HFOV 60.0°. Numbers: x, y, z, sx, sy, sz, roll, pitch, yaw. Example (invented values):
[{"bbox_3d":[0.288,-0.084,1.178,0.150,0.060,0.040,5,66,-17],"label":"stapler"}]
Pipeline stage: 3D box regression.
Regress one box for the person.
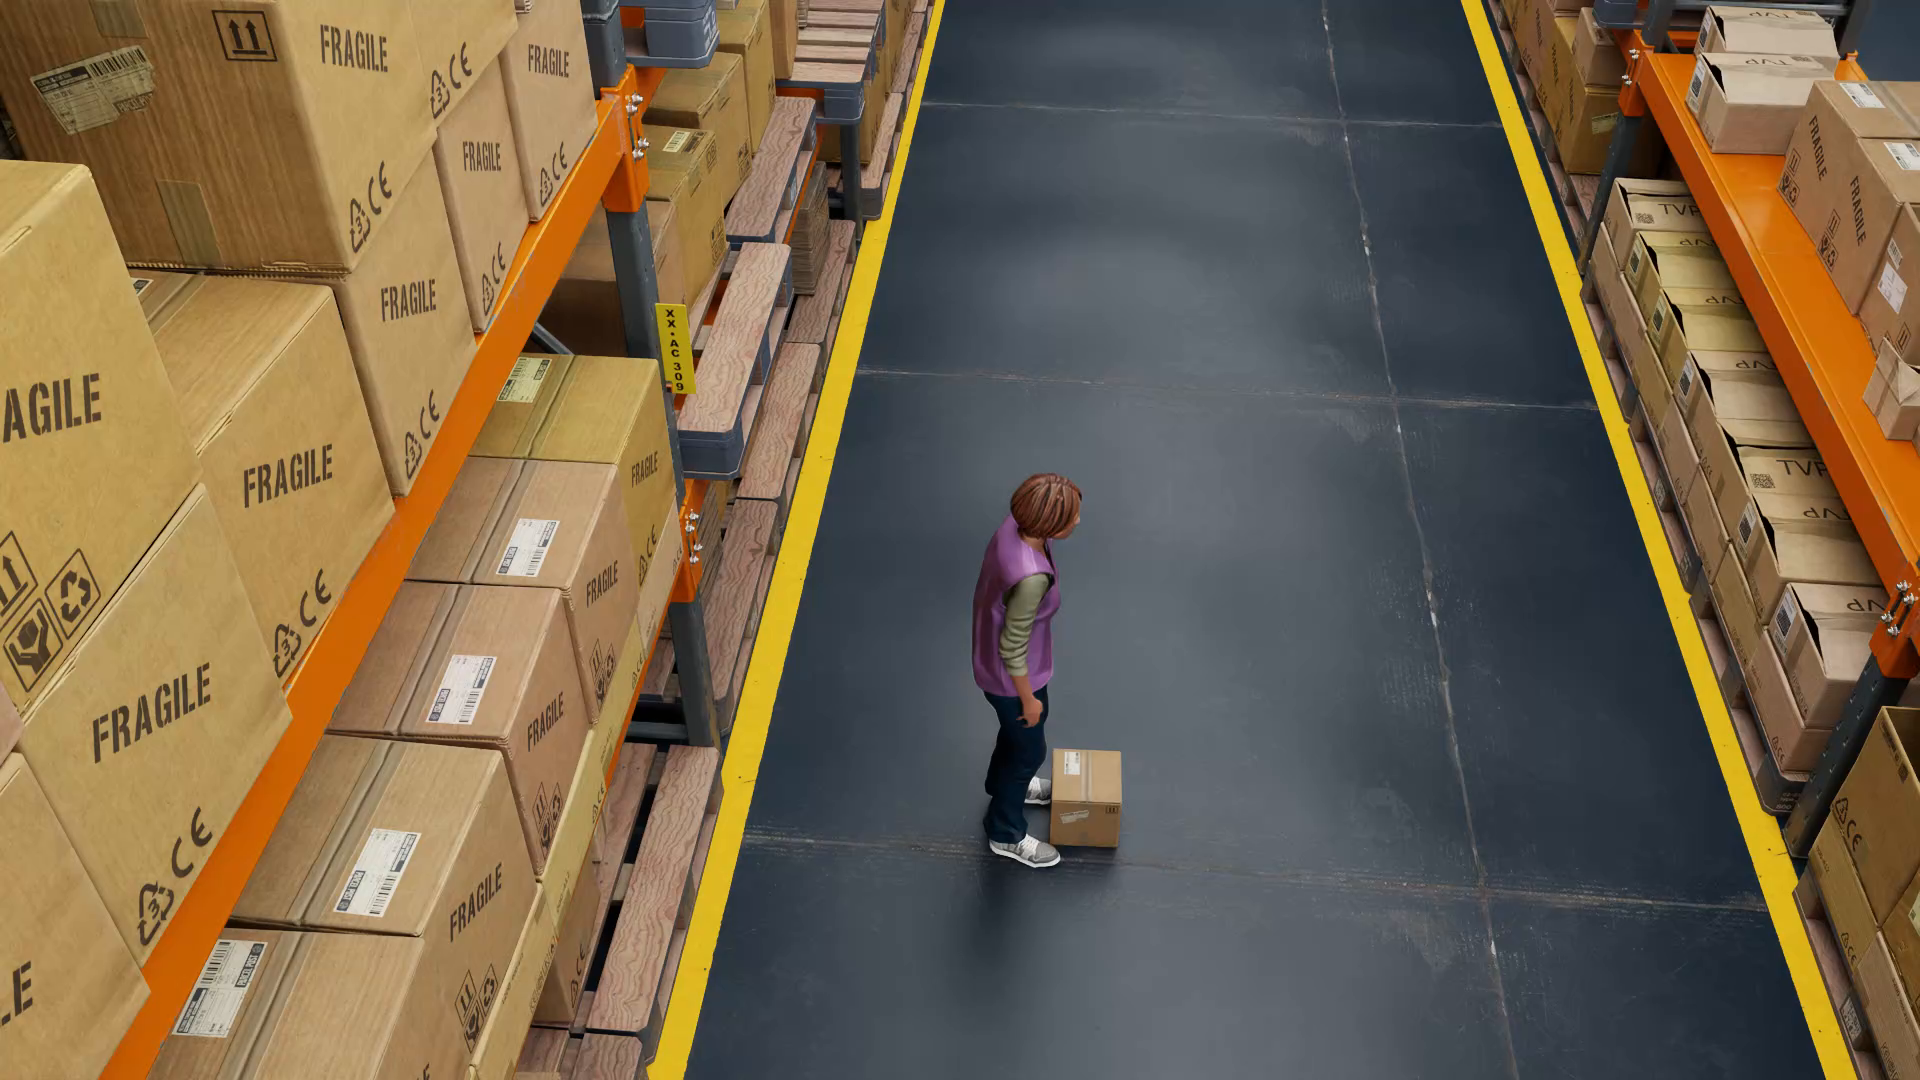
[{"bbox_3d":[0.211,0.428,5.667,0.345,1.591,0.477,1,41,1],"label":"person"}]
